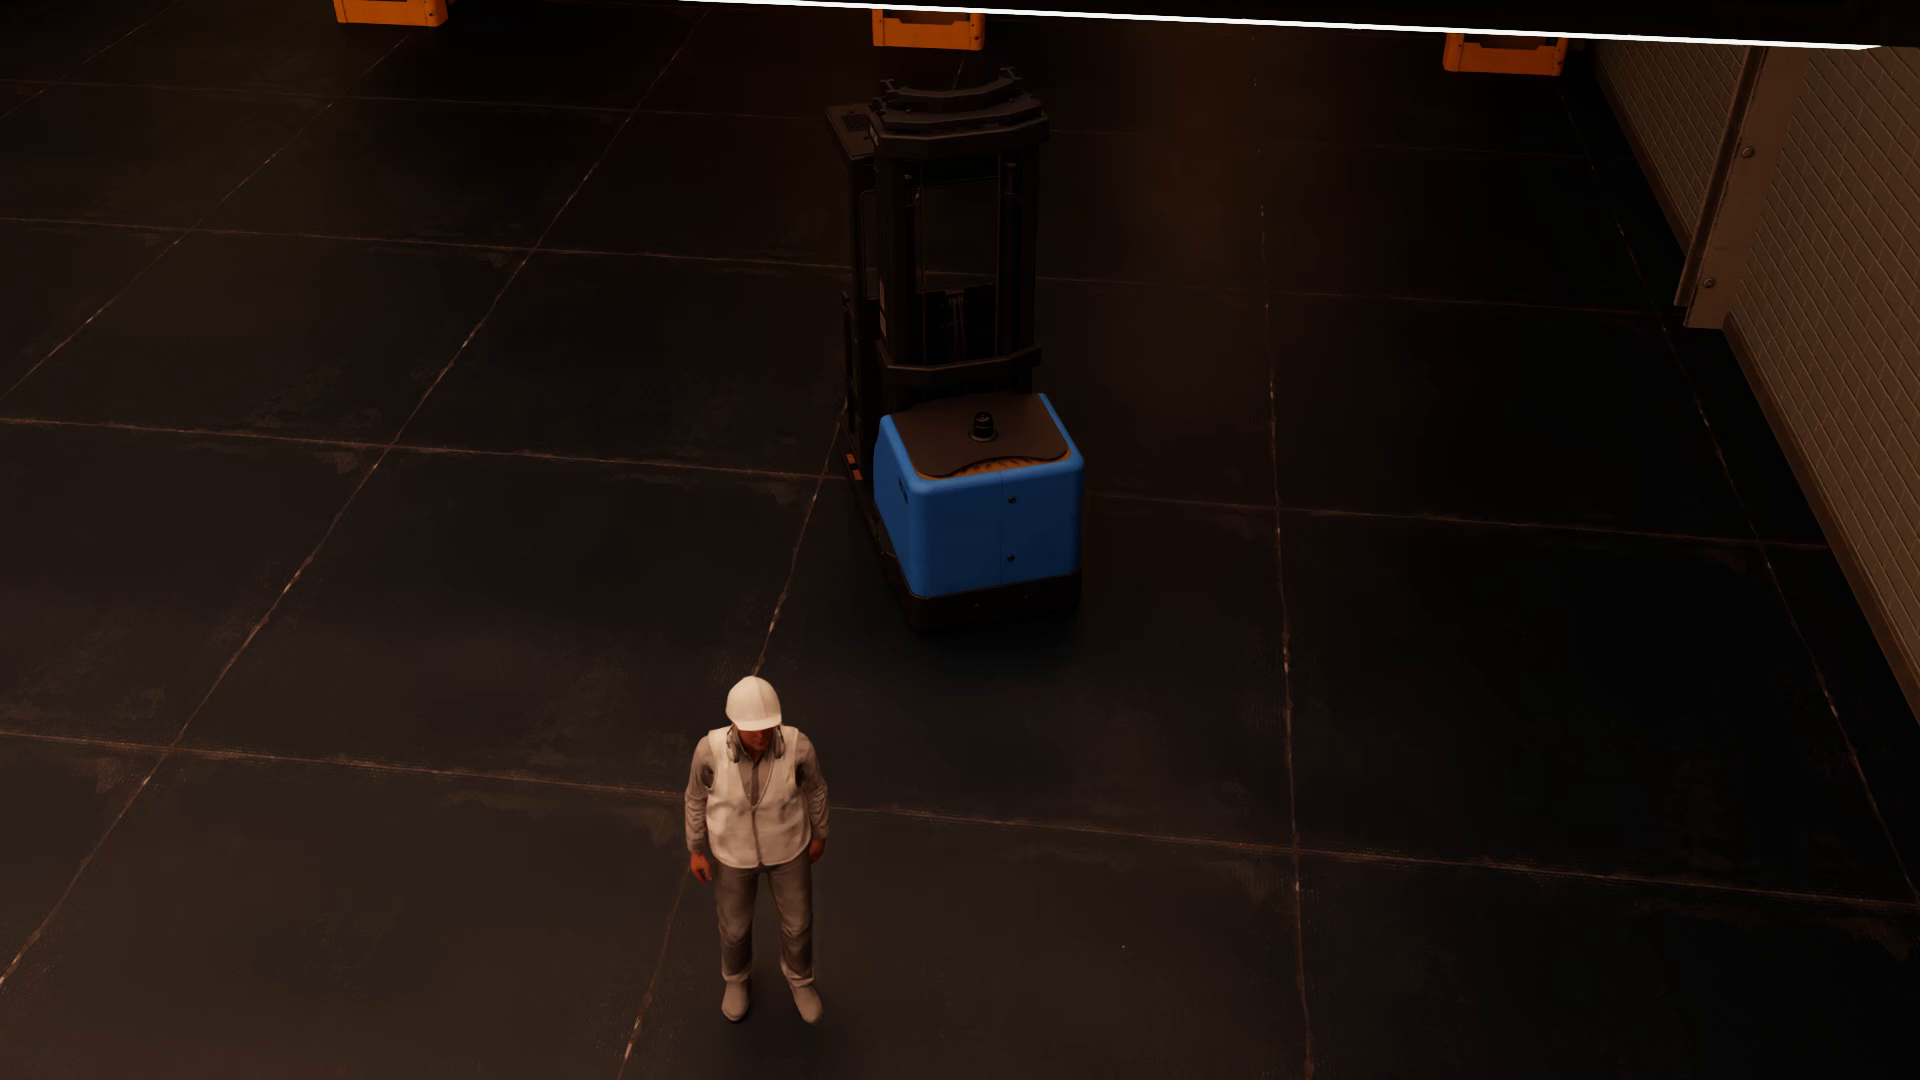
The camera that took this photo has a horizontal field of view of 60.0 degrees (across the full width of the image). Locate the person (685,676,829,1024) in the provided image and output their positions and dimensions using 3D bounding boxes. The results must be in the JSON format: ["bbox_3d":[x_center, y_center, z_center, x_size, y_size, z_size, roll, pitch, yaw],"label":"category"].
[{"bbox_3d":[-0.861,1.356,7.186,0.615,1.794,0.498,-5,37,-7],"label":"person"}]

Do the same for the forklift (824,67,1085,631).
[{"bbox_3d":[-0.159,-1.528,10.103,1.130,2.935,3.031,-9,37,-12],"label":"forklift"}]
